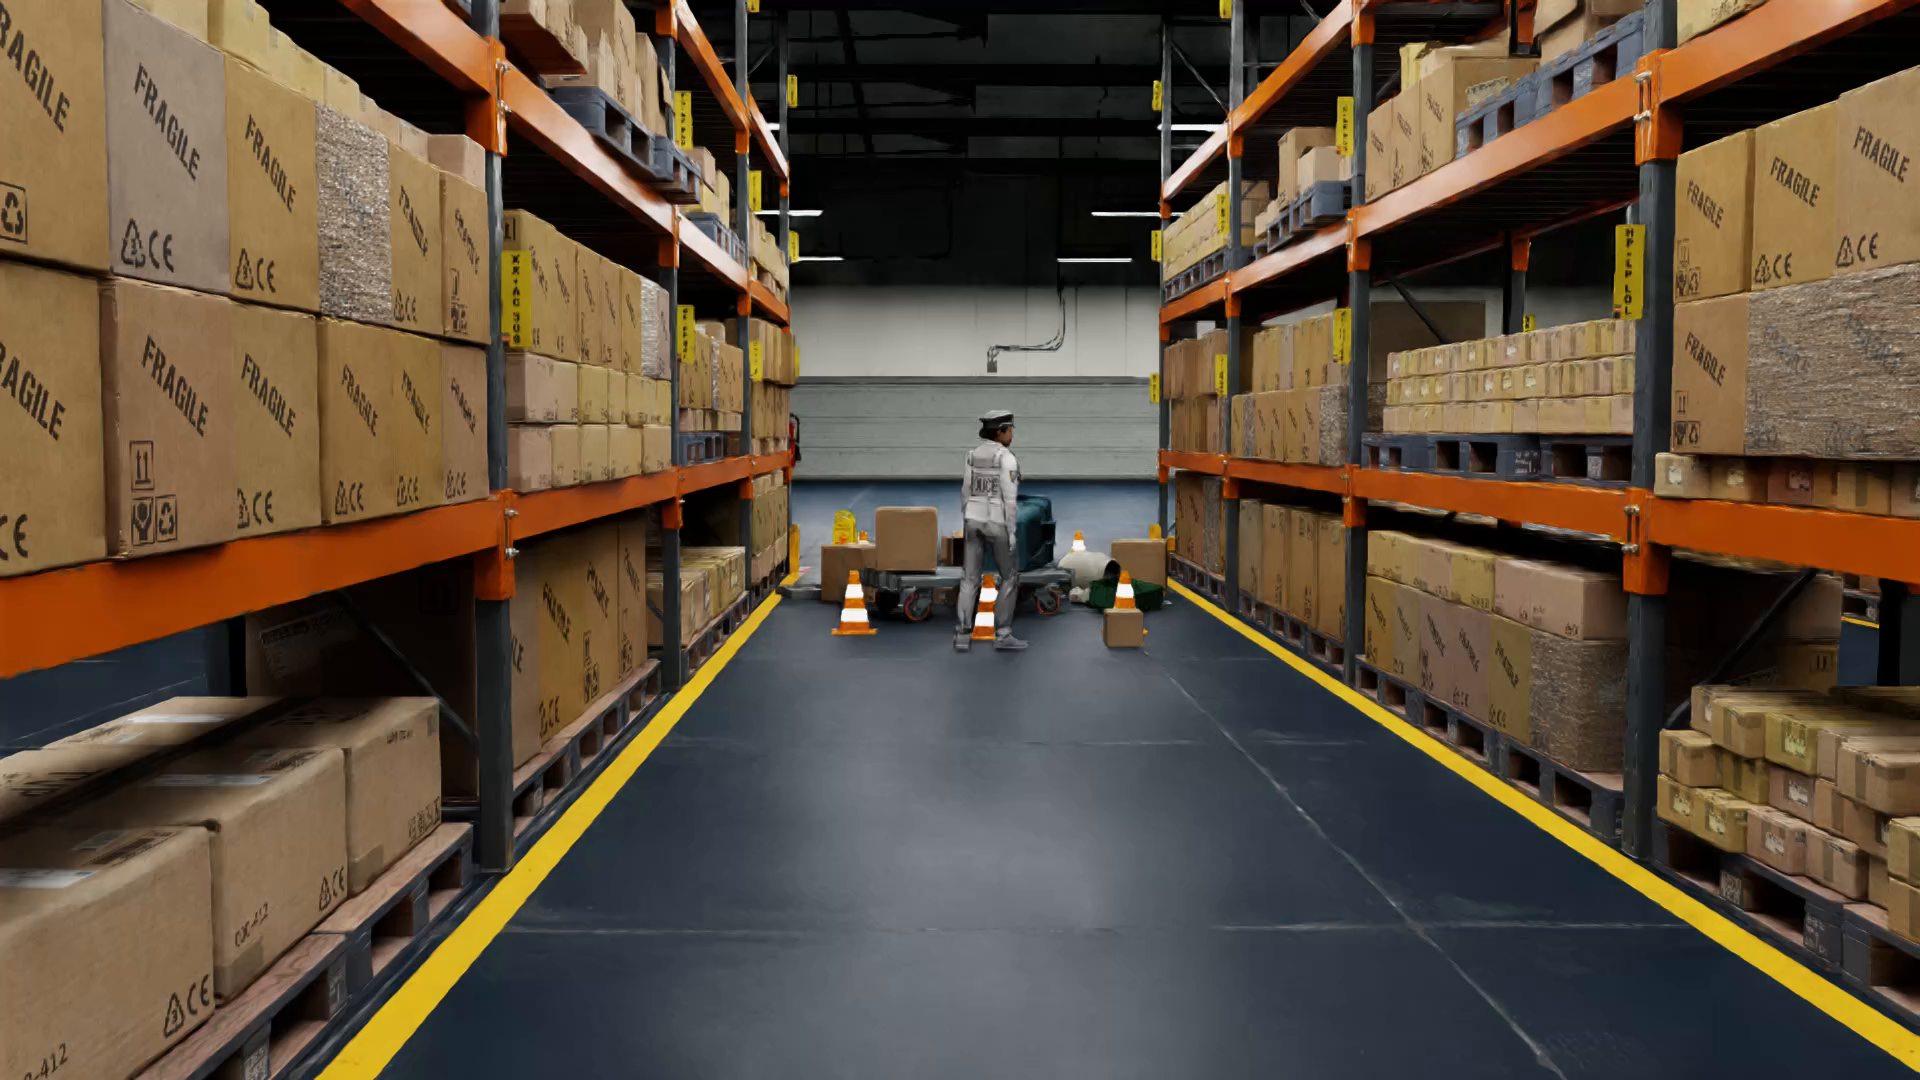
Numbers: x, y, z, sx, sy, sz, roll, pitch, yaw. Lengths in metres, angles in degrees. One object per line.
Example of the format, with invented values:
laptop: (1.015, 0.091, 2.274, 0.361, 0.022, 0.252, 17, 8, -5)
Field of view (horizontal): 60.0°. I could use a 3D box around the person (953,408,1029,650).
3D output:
person: (0.203, -0.071, 11.464, 0.500, 1.671, 0.552, 3, 5, 39)
